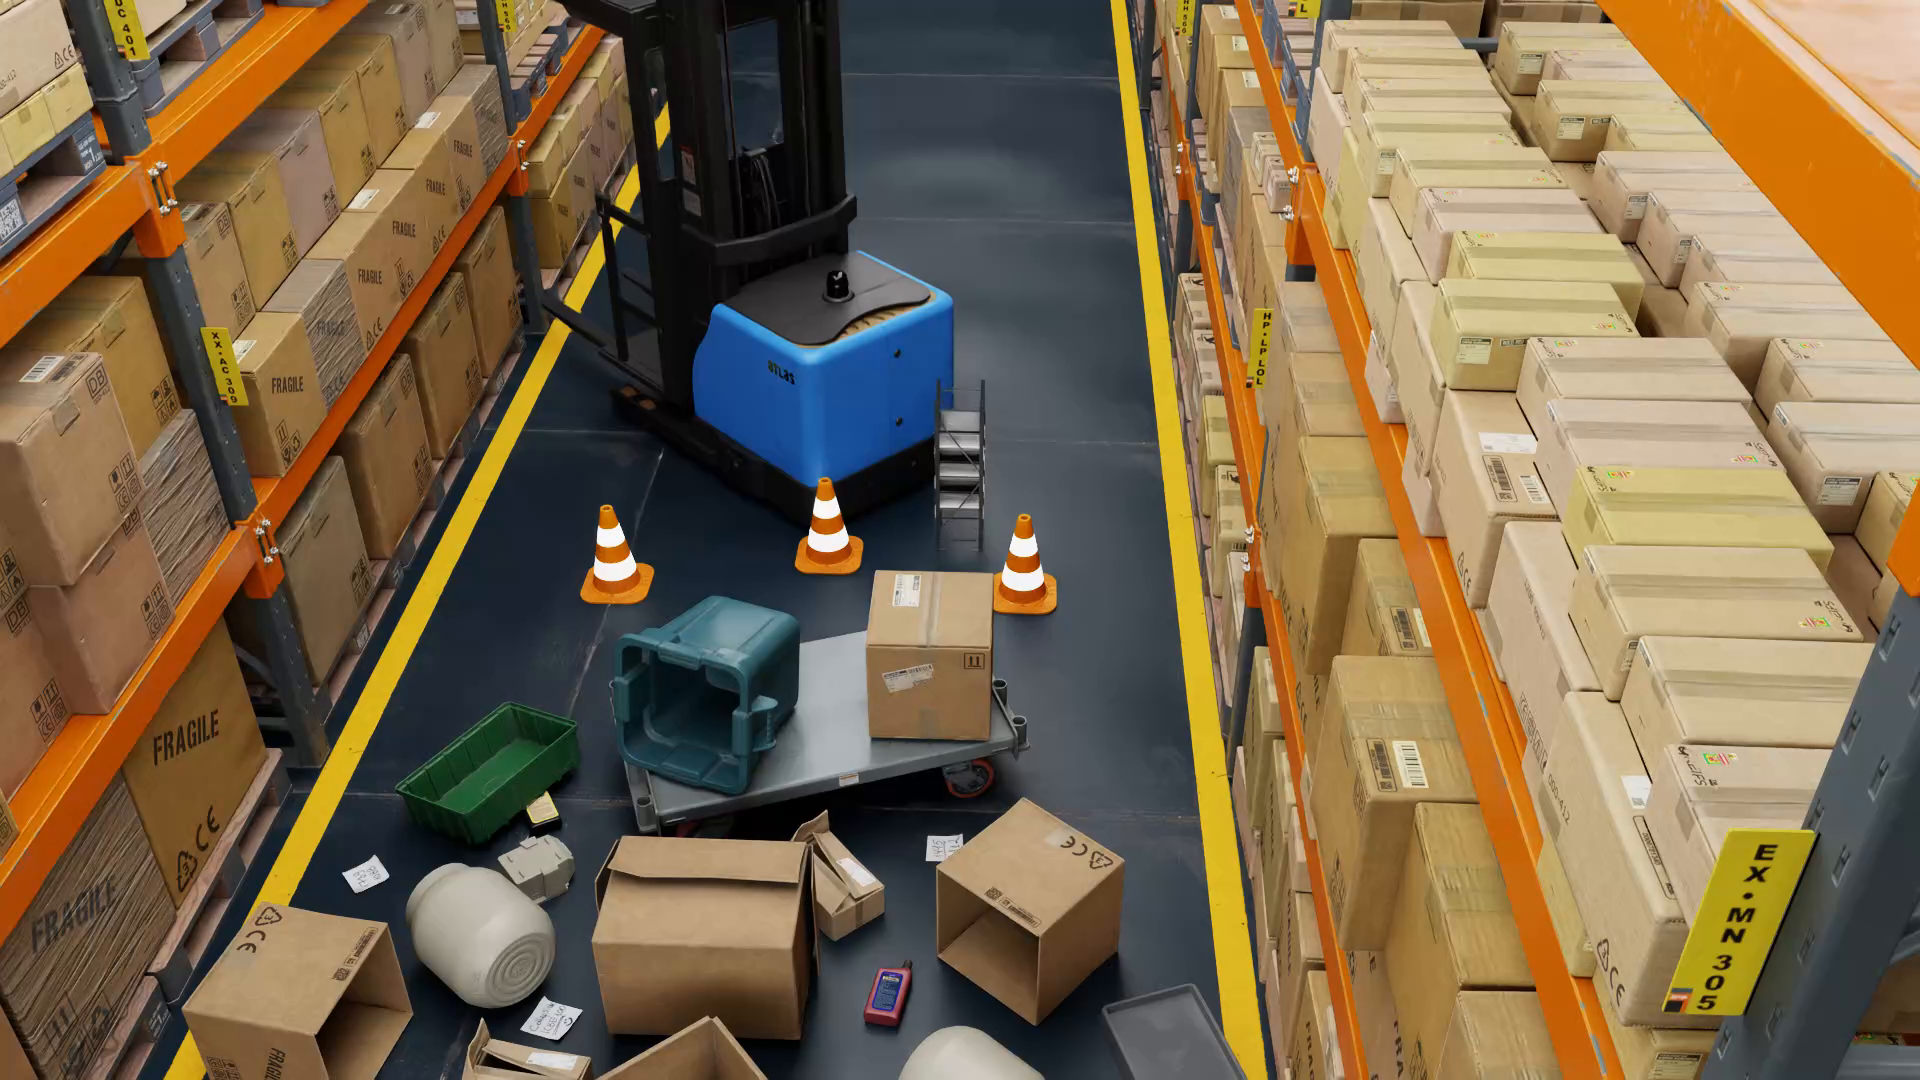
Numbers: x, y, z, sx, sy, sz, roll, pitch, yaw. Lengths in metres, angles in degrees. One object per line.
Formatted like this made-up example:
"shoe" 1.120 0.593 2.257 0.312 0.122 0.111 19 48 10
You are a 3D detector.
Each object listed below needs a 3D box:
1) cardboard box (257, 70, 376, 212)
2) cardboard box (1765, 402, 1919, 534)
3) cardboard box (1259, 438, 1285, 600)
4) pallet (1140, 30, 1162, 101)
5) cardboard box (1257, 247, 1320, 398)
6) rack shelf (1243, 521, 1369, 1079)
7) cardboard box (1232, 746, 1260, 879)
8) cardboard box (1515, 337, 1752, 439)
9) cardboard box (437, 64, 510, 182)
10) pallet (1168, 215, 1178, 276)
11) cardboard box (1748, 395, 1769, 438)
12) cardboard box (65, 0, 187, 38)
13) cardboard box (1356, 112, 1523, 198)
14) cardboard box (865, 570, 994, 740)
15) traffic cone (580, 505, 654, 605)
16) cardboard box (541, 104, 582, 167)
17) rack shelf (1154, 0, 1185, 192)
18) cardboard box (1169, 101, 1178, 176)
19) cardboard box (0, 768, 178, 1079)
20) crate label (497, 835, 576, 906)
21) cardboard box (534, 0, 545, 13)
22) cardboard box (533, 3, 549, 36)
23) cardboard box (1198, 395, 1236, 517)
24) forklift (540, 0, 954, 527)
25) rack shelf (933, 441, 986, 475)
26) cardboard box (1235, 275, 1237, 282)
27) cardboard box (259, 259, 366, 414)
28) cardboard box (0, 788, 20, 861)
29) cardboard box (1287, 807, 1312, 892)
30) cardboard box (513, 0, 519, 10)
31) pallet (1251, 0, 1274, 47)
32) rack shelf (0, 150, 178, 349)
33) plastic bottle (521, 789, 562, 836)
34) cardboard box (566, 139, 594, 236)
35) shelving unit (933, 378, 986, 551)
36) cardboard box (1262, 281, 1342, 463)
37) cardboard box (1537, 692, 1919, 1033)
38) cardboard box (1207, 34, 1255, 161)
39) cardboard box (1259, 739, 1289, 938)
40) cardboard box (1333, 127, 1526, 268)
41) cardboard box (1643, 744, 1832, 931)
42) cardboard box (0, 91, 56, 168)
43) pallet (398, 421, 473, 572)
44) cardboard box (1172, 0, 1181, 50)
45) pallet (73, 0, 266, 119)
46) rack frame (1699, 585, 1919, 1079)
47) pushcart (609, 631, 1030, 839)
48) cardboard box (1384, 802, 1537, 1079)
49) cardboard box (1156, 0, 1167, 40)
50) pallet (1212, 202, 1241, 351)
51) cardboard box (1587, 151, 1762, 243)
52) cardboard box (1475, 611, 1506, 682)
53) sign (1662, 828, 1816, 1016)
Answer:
"cardboard box" -3.212 -1.879 7.805 0.700 0.500 0.500 1 35 1
"cardboard box" 1.786 -0.138 3.200 0.380 0.149 0.250 1 35 2
"cardboard box" 1.367 -0.128 5.924 0.500 0.500 0.500 1 35 2
"pallet" 2.094 -4.102 14.349 1.003 0.211 1.213 1 35 2
"cardboard box" 1.453 -0.817 6.539 0.500 0.500 0.500 1 35 1
"rack shelf" 1.583 1.232 4.960 1.077 0.370 4.000 1 35 2
"cardboard box" 1.370 1.074 6.585 0.500 0.250 0.500 0 35 0
"cardboard box" 1.377 -0.295 3.422 0.380 0.149 0.250 0 35 1
"cardboard box" -2.876 -2.342 9.333 0.500 0.500 0.500 1 35 2
"pallet" 1.931 -1.820 11.102 1.003 0.211 1.213 1 35 2
"cardboard box" 1.815 -0.071 3.450 0.500 0.250 0.500 2 35 3
"cardboard box" -3.013 -1.994 5.980 0.258 0.266 0.396 1 35 1
"cardboard box" 1.287 -1.037 4.479 0.380 0.149 0.250 1 35 2
"cardboard box" -0.116 0.477 6.923 0.500 0.500 0.500 1 35 2
"traffic cone" -1.724 0.034 8.245 0.336 0.463 0.334 1 35 2
"cardboard box" -2.836 -2.704 11.091 0.500 0.250 0.500 1 35 1
"rack shelf" 1.905 -3.365 11.500 1.077 0.370 4.000 1 35 2
"cardboard box" 2.011 -3.233 12.170 0.875 0.875 0.875 2 35 3
"cardboard box" -3.414 1.307 5.710 0.875 0.875 0.875 2 35 2
"crate label" -1.712 1.324 6.692 0.298 0.136 0.250 -24 42 -30
"cardboard box" -2.880 -3.484 10.639 0.380 0.149 0.250 1 35 2
"cardboard box" -2.876 -3.352 10.710 0.380 0.149 0.250 3 35 4
"cardboard box" 1.734 -0.423 8.608 0.950 0.372 0.625 2 35 3
"forklift" -1.386 -2.023 9.026 1.130 2.935 3.031 -28 44 -34
"rack shelf" 0.000 -0.419 8.411 0.258 0.077 0.200 1 35 2
"cardboard box" 1.464 -1.169 7.603 0.380 0.149 0.250 1 35 2
"cardboard box" -2.977 -0.895 7.274 0.500 0.500 0.500 2 35 2
"cardboard box" -3.349 0.814 4.799 0.875 0.550 0.500 1 35 2
"cardboard box" 1.278 1.022 5.442 0.380 0.149 0.250 3 35 5
"cardboard box" -2.906 -3.294 10.110 0.380 0.149 0.250 0 35 1
"pallet" 1.833 -2.310 6.929 1.213 0.211 1.003 1 35 2
"rack shelf" -3.367 -0.052 4.178 1.077 0.370 4.000 1 35 2
"plastic bottle" -1.790 1.128 7.038 0.133 0.061 0.283 -17 38 -22
"cardboard box" -2.826 -2.405 11.317 0.500 0.500 0.500 2 35 2
"shelving unit" 0.000 -0.373 8.444 0.258 0.900 0.210 1 35 2
"cardboard box" 1.429 -0.536 5.634 0.700 0.500 0.500 1 35 1
"cardboard box" 1.254 0.498 2.641 0.500 0.250 0.500 1 35 1
"cardboard box" 1.561 -2.292 8.637 0.500 0.500 0.500 3 35 4
"cardboard box" 1.360 1.075 5.931 0.500 0.500 0.500 3 35 4
"cardboard box" 1.361 -0.956 4.711 0.500 0.250 0.500 1 35 1
"cardboard box" 1.221 0.434 2.385 0.380 0.149 0.250 2 35 2
"cardboard box" -2.992 -1.244 5.014 0.380 0.149 0.250 2 35 3
"pallet" -3.285 -0.275 8.903 1.003 0.211 1.213 1 35 2
"cardboard box" 1.607 -3.232 10.381 0.500 0.250 0.500 0 35 1
"pallet" -3.299 -1.945 6.412 0.805 0.209 1.217 0 35 0
"rack frame" 1.506 -0.368 1.393 0.949 2.616 0.053 1 35 2
"pushcart" -0.617 0.837 7.176 1.648 0.377 0.936 -10 36 -14
"cardboard box" 1.333 0.925 3.555 0.700 0.500 0.500 2 35 2
"cardboard box" 1.618 -3.622 11.371 0.500 0.250 0.500 1 35 1
"pallet" 1.786 -1.293 8.094 1.003 0.211 1.213 1 35 2
"cardboard box" 1.843 -0.876 4.250 0.380 0.149 0.250 1 35 1
"cardboard box" 1.299 0.167 3.460 0.380 0.149 0.250 1 35 2
"sign" 0.949 0.472 2.036 0.100 0.325 0.005 1 35 2
